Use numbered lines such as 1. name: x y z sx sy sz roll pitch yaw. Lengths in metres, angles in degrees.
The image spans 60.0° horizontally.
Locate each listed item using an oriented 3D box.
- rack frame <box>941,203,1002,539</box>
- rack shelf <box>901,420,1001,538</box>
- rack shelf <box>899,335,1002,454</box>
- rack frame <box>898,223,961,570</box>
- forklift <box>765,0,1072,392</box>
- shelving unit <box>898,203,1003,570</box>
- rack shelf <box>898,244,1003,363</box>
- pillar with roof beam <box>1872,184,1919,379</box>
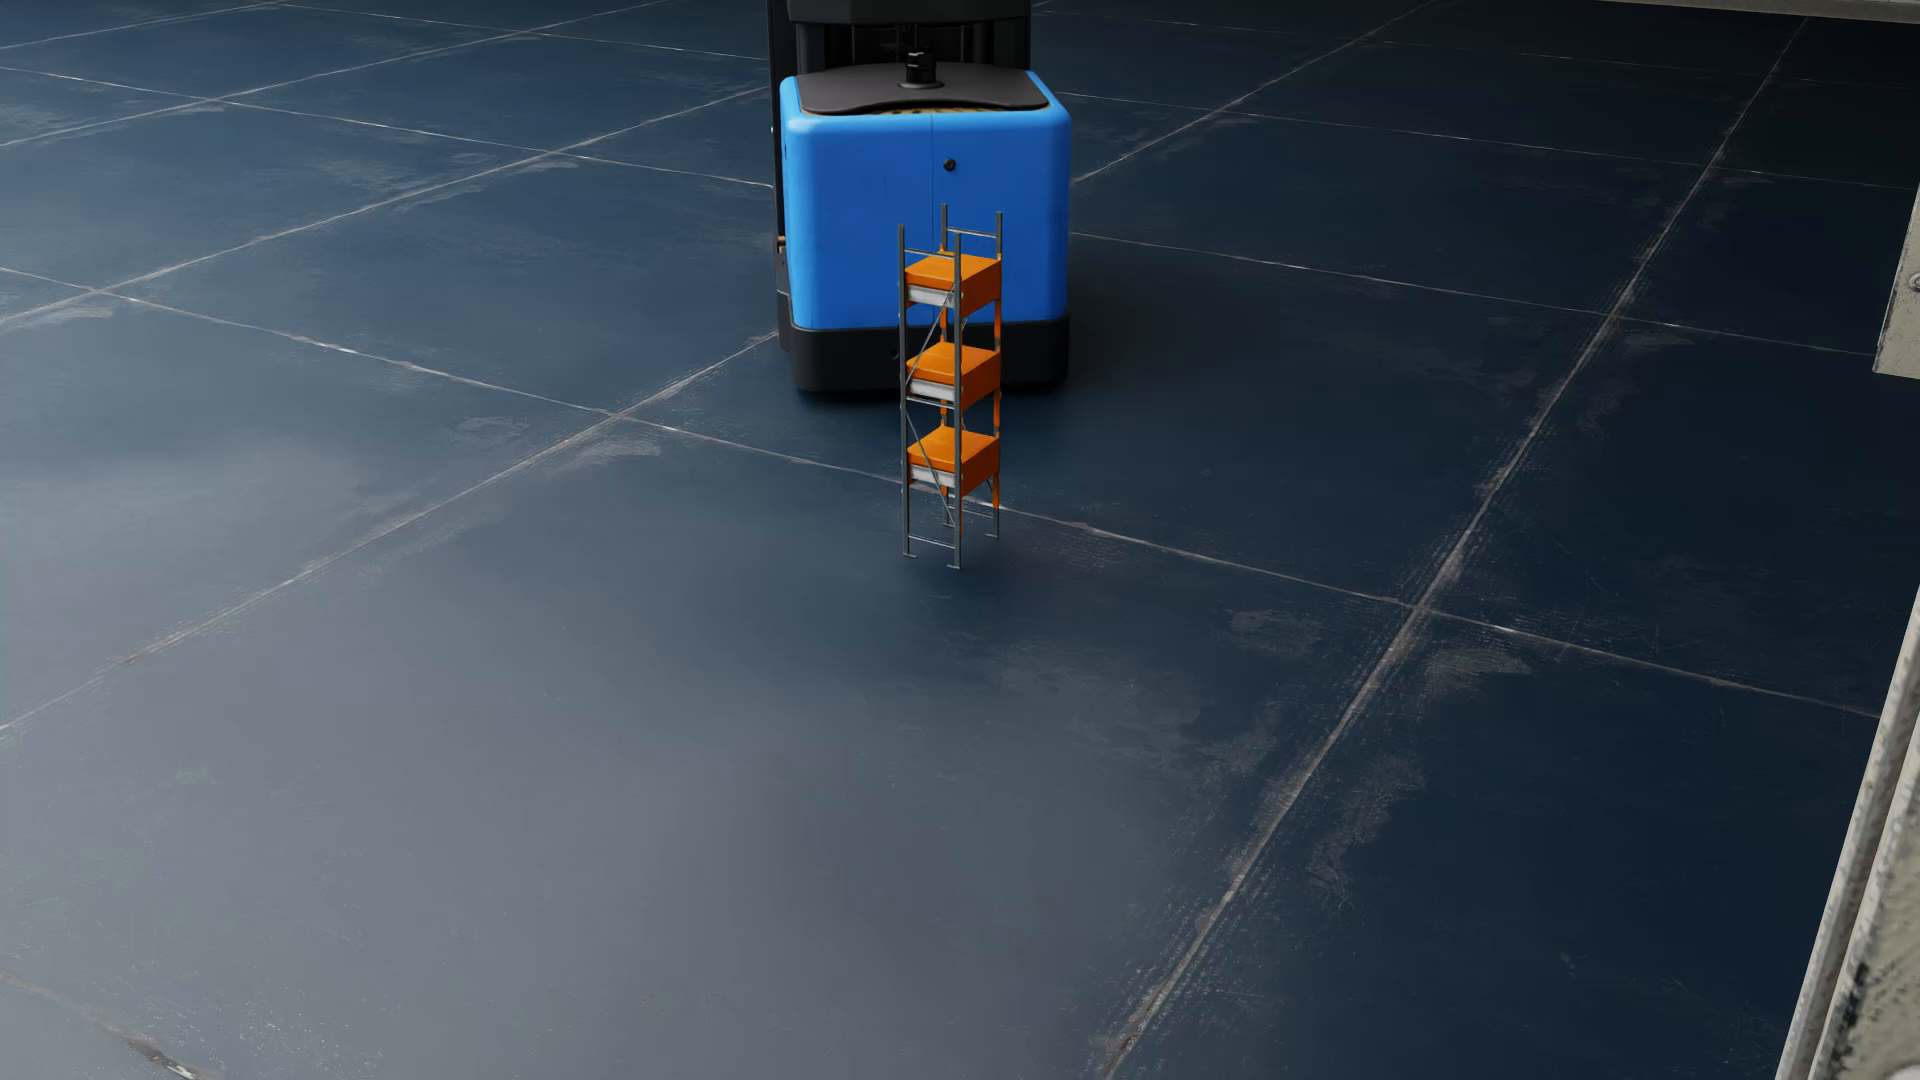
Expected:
1. rack frame: 0.034 -0.496 5.068 0.200 1.050 0.008 14 30 26
2. rack shelf: -0.026 -0.191 5.102 0.215 0.259 0.240 14 30 26
3. rack shelf: -0.026 -0.439 4.978 0.215 0.259 0.240 14 30 26
4. rack frame: -0.086 -0.401 4.878 0.200 1.050 0.008 14 30 26
5. forklift: -0.282 -2.493 6.955 1.130 2.935 3.031 -3 27 -6
6. shelving unit: -0.026 -0.449 4.973 0.215 1.050 0.252 14 30 26
7. rack shelf: -0.026 -0.693 4.851 0.215 0.259 0.240 14 30 26
8. pillar with roof beam: 0.094 -5.682 6.547 9.100 9.000 0.400 14 30 26
